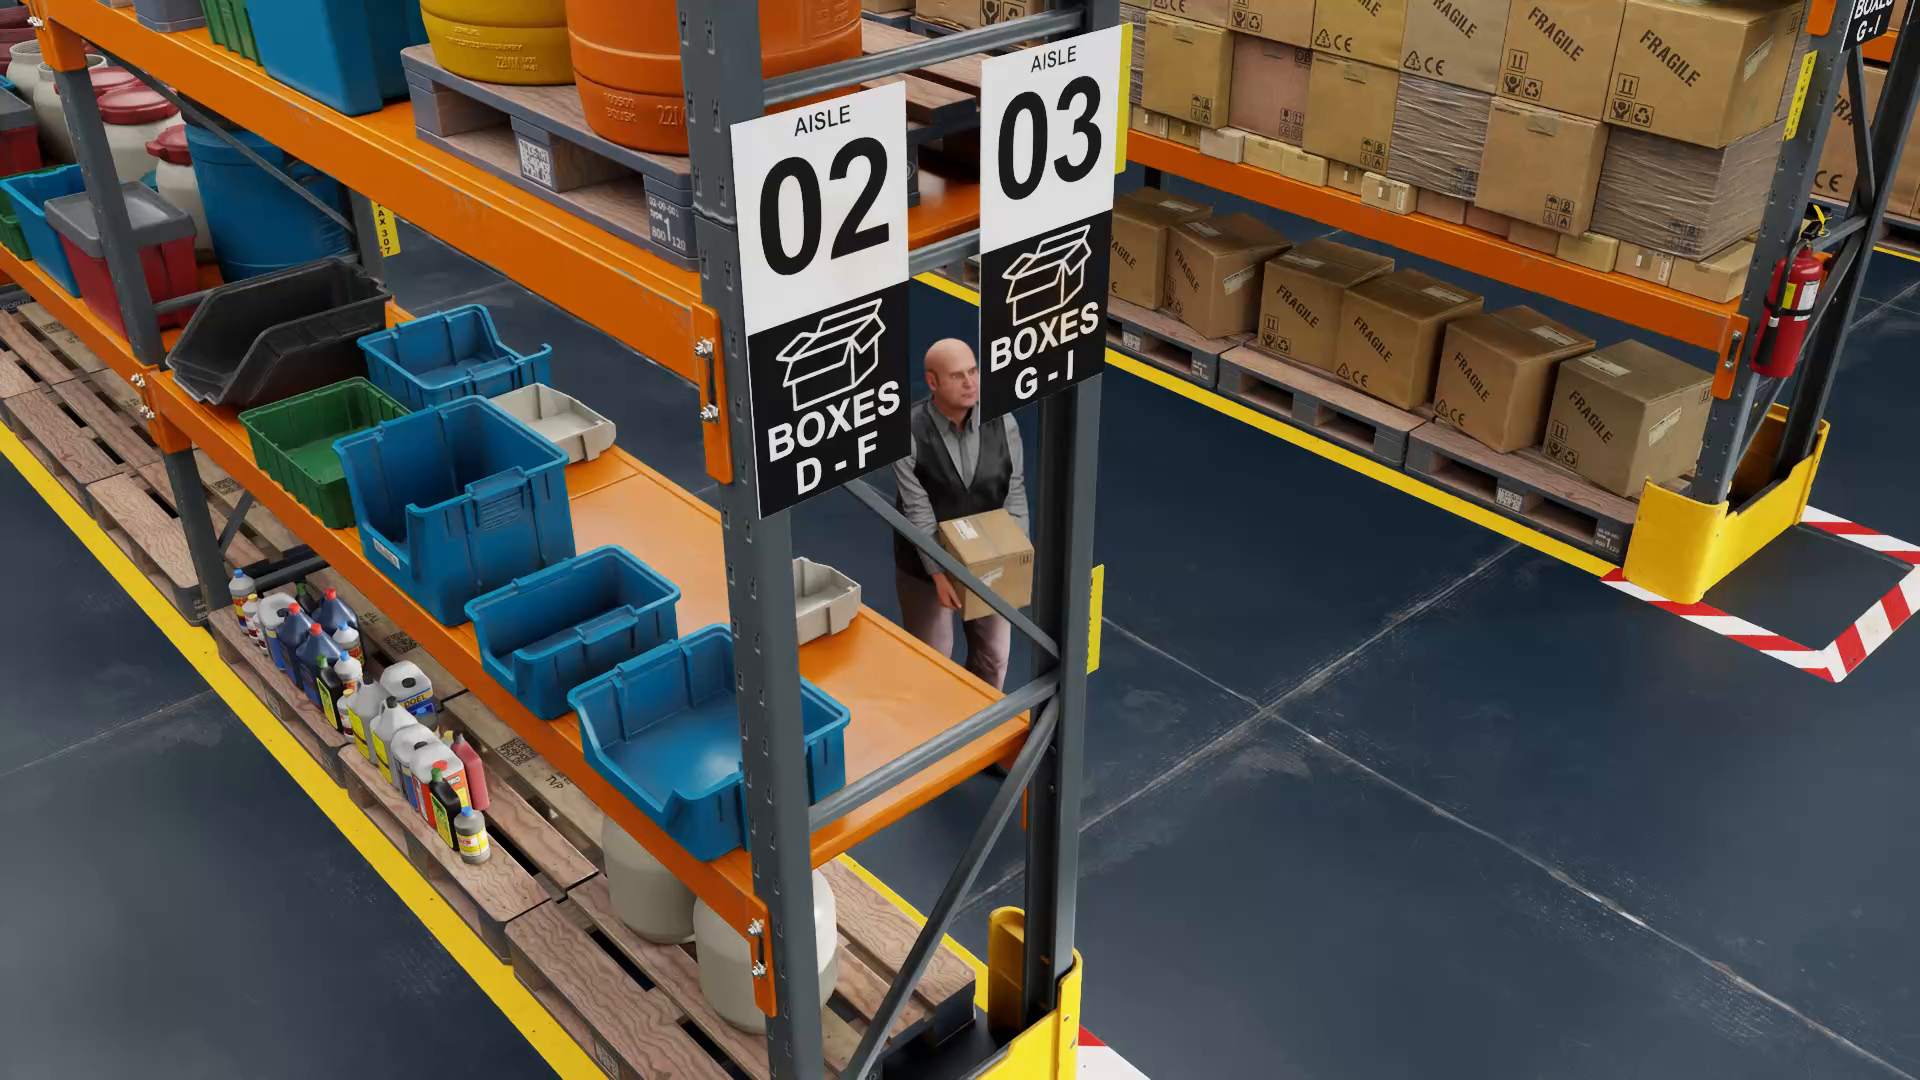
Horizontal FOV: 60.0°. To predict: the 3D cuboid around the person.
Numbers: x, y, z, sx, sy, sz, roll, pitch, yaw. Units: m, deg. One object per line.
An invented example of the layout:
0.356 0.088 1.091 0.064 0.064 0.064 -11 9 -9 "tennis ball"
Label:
0.028 0.132 5.953 0.494 1.711 0.559 -13 34 -20 "person"
